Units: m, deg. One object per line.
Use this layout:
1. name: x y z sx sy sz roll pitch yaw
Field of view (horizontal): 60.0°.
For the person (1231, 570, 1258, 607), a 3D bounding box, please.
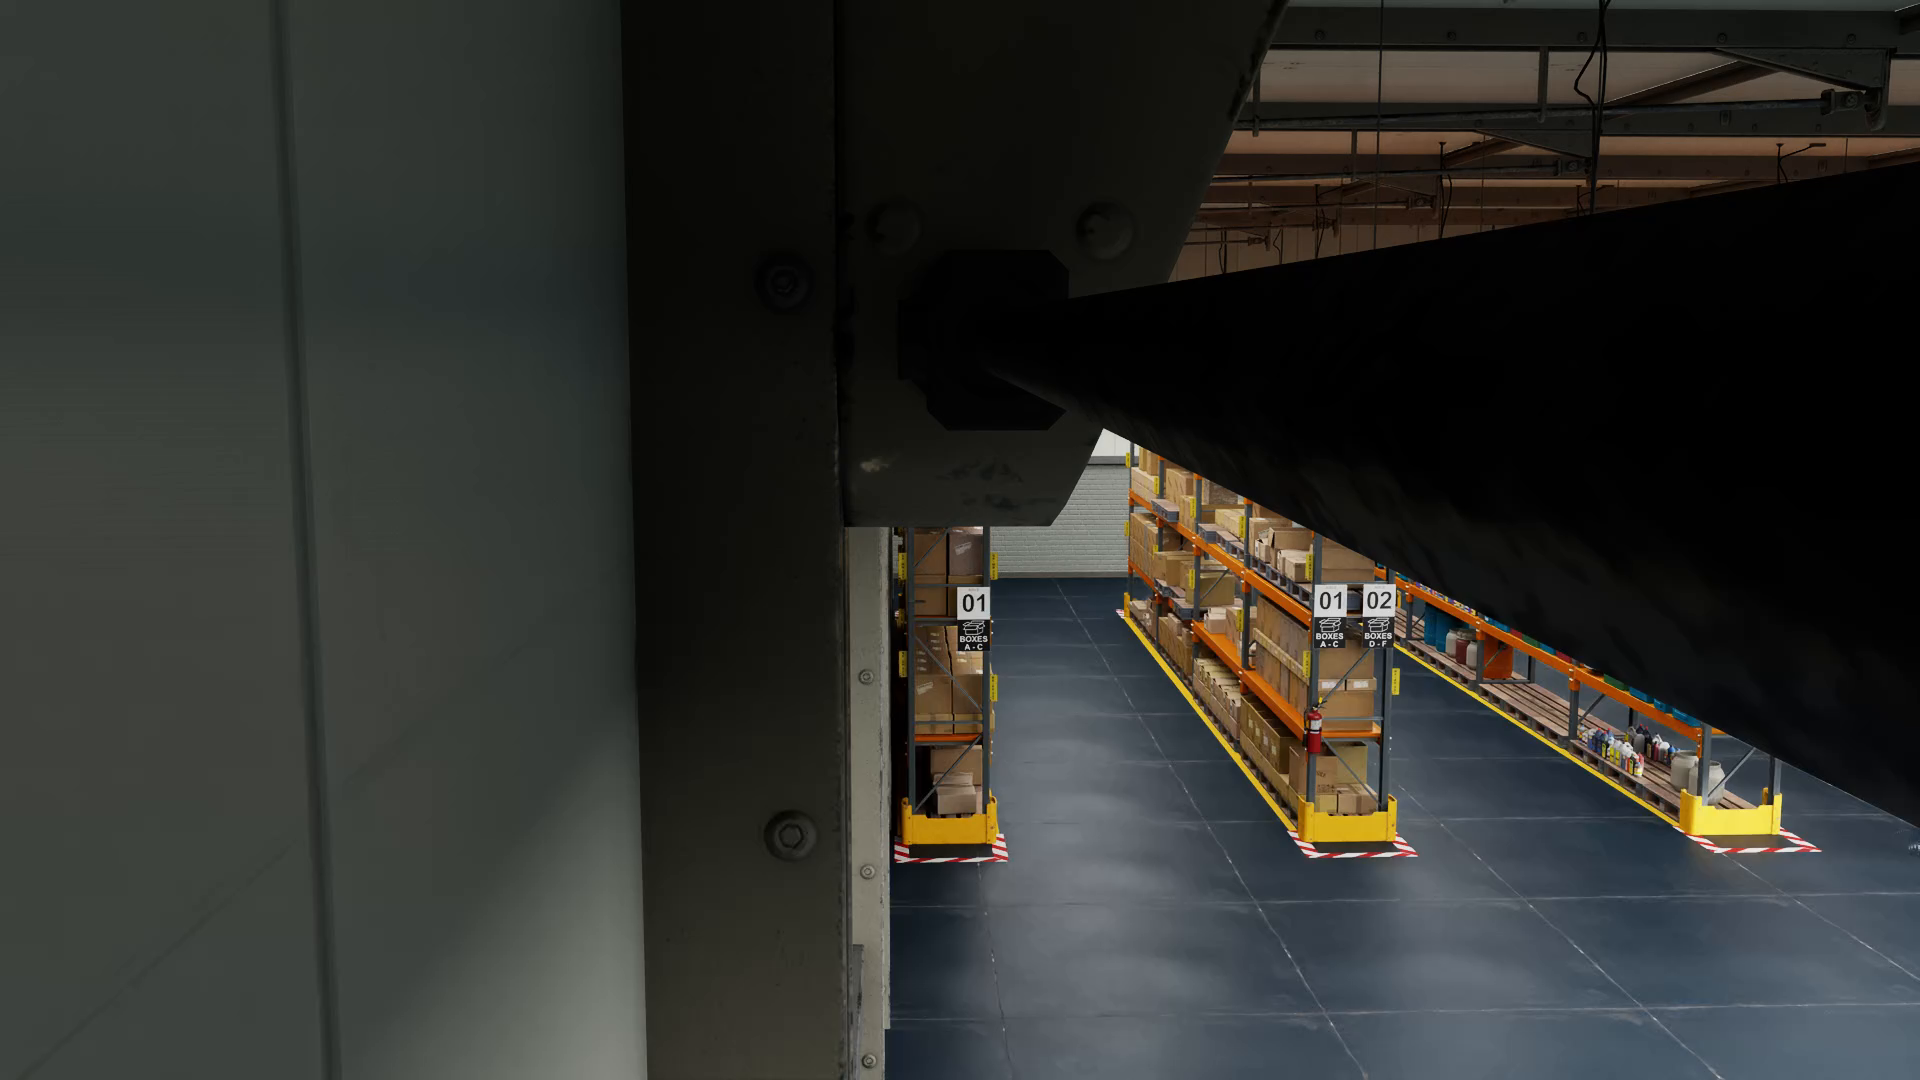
1. person: 6.091 0.949 35.539 0.678 1.703 0.951 -2 7 -12
